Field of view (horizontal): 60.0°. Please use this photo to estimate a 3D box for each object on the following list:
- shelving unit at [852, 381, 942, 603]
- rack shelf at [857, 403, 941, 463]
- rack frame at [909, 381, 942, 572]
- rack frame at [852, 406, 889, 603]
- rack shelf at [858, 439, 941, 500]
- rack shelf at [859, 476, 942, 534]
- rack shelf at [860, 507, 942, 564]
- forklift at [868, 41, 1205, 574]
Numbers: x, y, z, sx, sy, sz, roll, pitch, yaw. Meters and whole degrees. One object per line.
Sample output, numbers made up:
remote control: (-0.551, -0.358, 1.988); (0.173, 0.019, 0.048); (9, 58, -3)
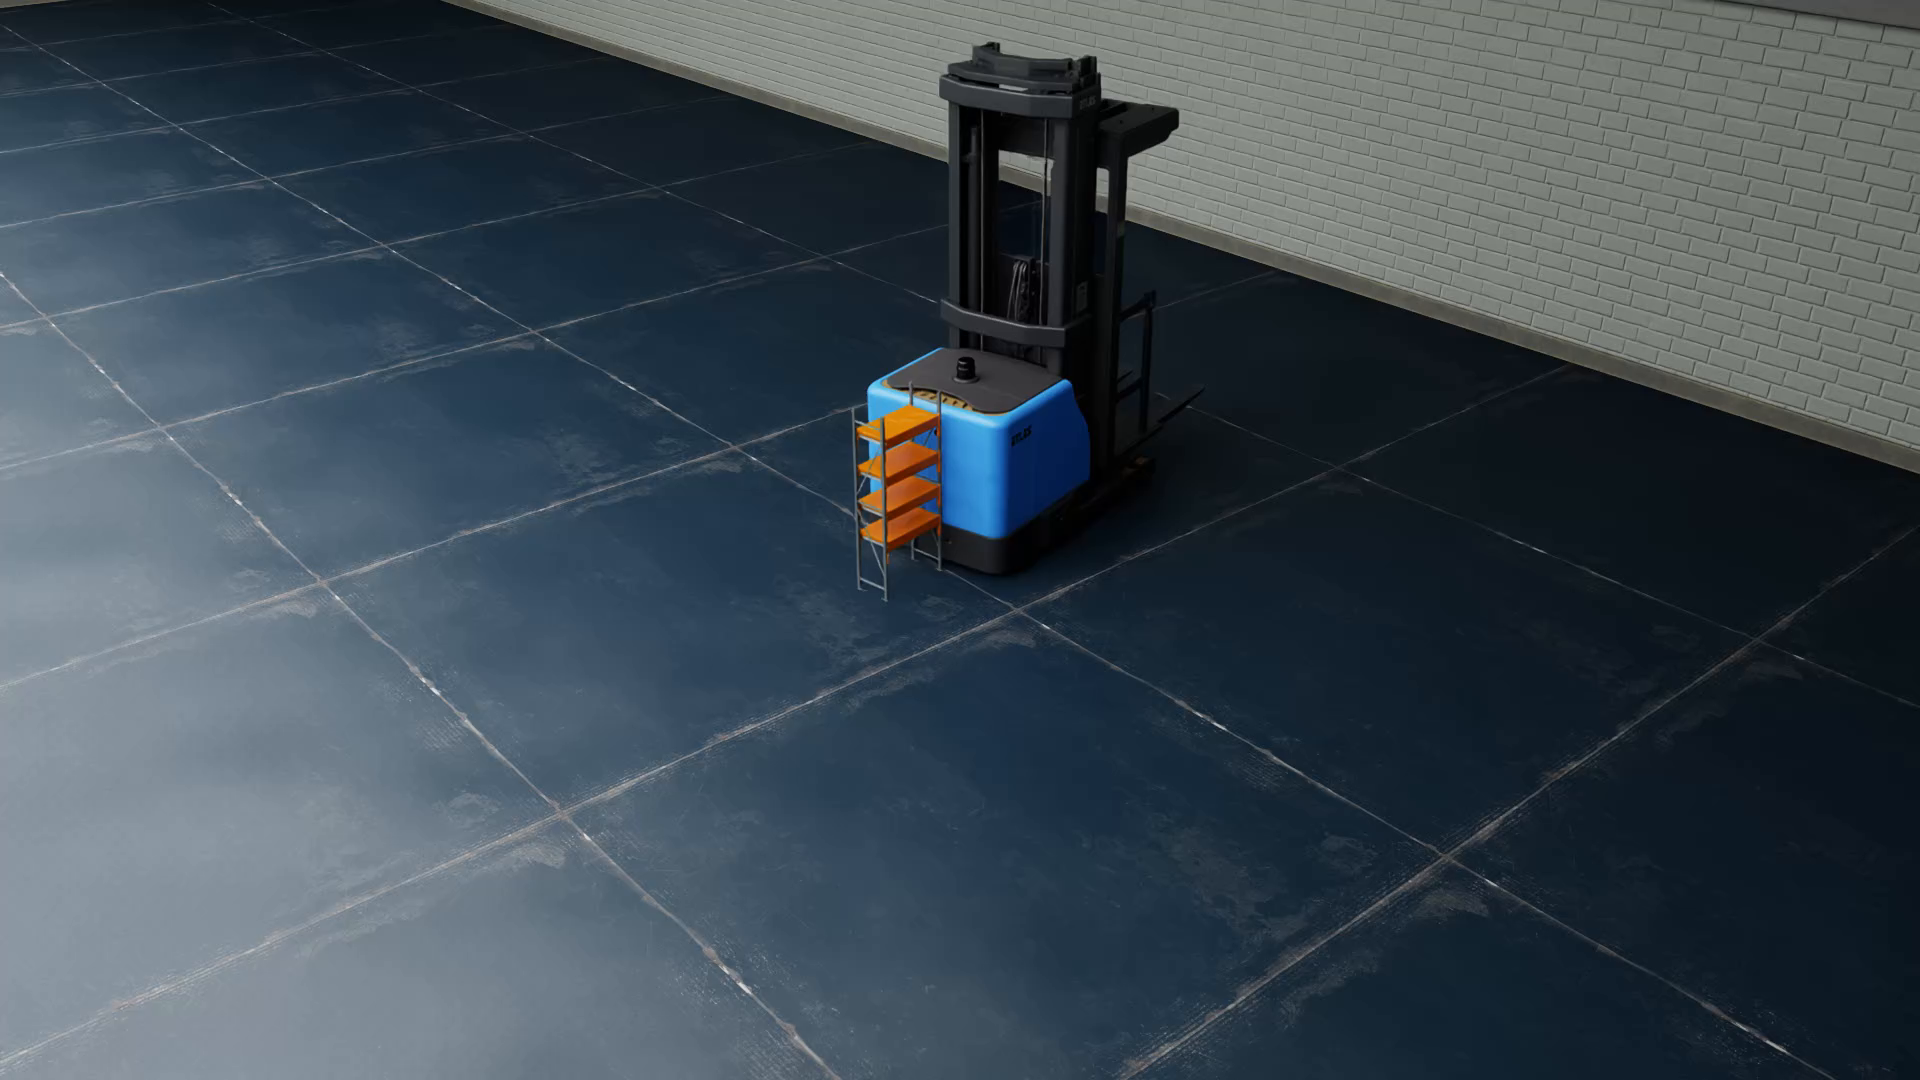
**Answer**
shelving unit: (-0.363, -0.281, 9.862); (0.258, 1.200, 0.503); (22, 35, 35)
rack shelf: (-0.363, -0.628, 9.677); (0.258, 0.148, 0.480); (22, 35, 35)
rack frame: (-0.205, -0.369, 10.026); (0.240, 1.200, 0.015); (22, 35, 35)
rack frame: (-0.521, -0.194, 9.698); (0.240, 1.200, 0.015); (22, 35, 35)
rack shelf: (-0.363, -0.419, 9.788); (0.258, 0.148, 0.480); (22, 35, 35)
rack shelf: (-0.363, -0.222, 9.894); (0.258, 0.148, 0.480); (22, 35, 35)
rack shelf: (-0.363, -0.047, 9.987); (0.258, 0.148, 0.480); (22, 35, 35)
forklift: (0.672, -1.731, 10.738); (1.130, 2.935, 3.031); (18, 33, 30)
